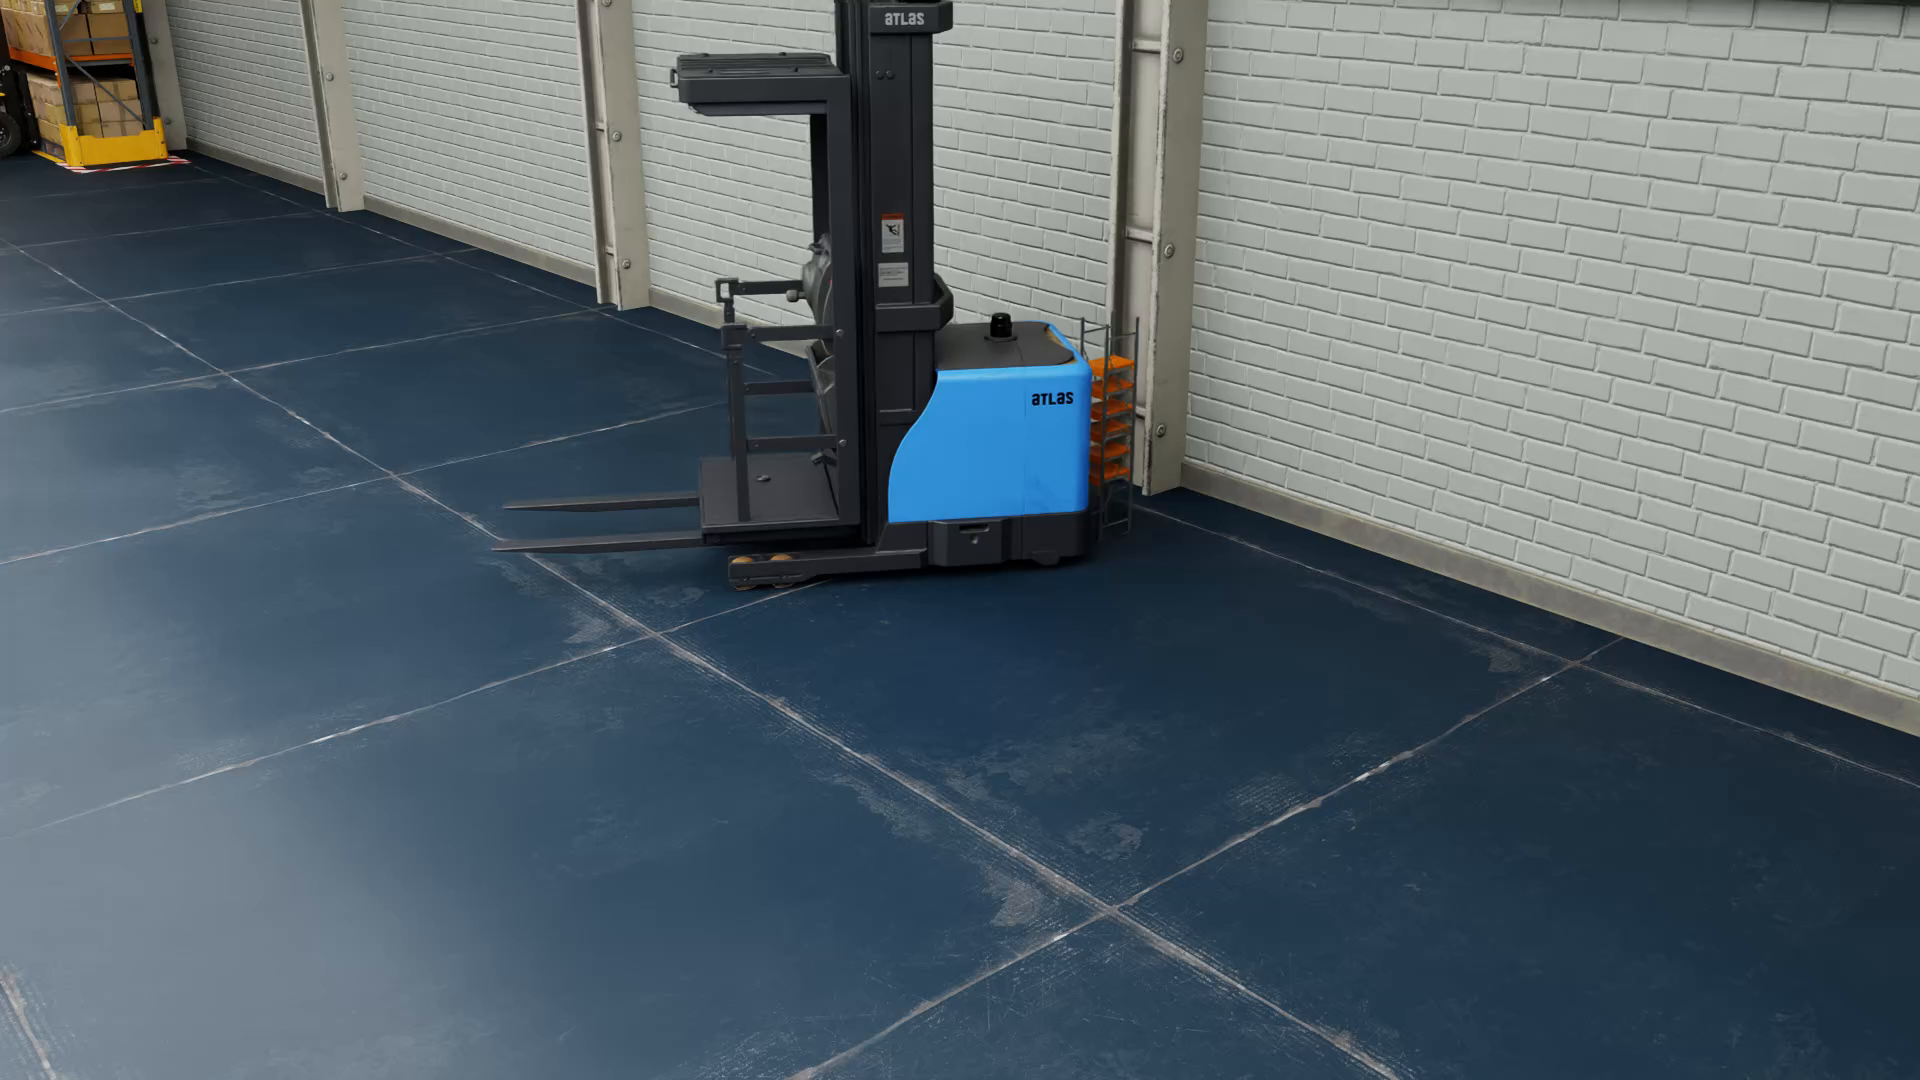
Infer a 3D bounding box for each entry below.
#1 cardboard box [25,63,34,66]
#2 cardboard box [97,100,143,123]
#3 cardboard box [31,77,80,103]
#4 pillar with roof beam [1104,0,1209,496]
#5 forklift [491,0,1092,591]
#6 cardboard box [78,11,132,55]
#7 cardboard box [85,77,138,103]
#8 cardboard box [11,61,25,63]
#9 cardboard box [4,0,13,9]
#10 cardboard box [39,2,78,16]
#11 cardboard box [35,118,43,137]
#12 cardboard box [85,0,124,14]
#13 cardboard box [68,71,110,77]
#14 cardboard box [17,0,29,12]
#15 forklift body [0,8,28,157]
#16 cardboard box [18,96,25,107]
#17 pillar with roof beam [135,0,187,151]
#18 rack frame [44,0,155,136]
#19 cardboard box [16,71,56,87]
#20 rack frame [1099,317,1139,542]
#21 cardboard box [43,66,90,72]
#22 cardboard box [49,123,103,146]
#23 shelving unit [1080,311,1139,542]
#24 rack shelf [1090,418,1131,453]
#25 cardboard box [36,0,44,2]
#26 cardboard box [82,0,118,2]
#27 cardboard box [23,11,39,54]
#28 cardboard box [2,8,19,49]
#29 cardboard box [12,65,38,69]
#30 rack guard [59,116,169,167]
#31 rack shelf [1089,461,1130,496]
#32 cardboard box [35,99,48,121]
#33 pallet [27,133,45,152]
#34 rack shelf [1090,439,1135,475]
[{"bbox_3d":[-13.043,-6.704,23.810,0.500,0.250,0.500,-17,27,-36],"label":"cardboard box"},{"bbox_3d":[-11.050,-5.635,21.767,0.500,0.250,0.500,-17,27,-36],"label":"cardboard box"},{"bbox_3d":[-11.775,-5.881,21.710,0.500,0.250,0.500,-17,27,-36],"label":"cardboard box"},{"bbox_3d":[-2.184,-3.510,5.607,9.100,9.000,0.400,-17,27,-37],"label":"pillar with roof beam"},{"bbox_3d":[-0.889,-1.319,8.333,3.031,2.935,1.130,-3,22,-9],"label":"forklift"},{"bbox_3d":[-11.013,-6.557,21.476,0.500,0.500,0.500,-16,27,-36],"label":"cardboard box"},{"bbox_3d":[-11.070,-5.866,21.672,0.500,0.250,0.500,-18,28,-38],"label":"cardboard box"},{"bbox_3d":[-14.361,-6.860,25.067,0.875,0.625,0.625,-18,28,-38],"label":"cardboard box"},{"bbox_3d":[-12.508,-7.179,22.173,0.380,0.149,0.250,-18,28,-38],"label":"cardboard box"},{"bbox_3d":[-11.339,-6.685,20.914,0.380,0.149,0.250,-17,27,-37],"label":"cardboard box"},{"bbox_3d":[-12.083,-5.558,22.255,0.500,0.250,0.500,-17,27,-37],"label":"cardboard box"},{"bbox_3d":[-10.925,-6.812,21.236,0.380,0.149,0.250,-18,28,-39],"label":"cardboard box"},{"bbox_3d":[-11.718,-6.144,22.382,0.500,0.250,0.500,-18,27,-38],"label":"cardboard box"},{"bbox_3d":[-12.014,-6.969,21.637,0.380,0.149,0.250,-19,28,-39],"label":"cardboard box"},{"bbox_3d":[-13.520,-6.002,21.359,2.313,2.155,1.214,-17,27,-37],"label":"forklift body"},{"bbox_3d":[-12.451,-5.934,22.530,0.500,0.250,0.500,-18,27,-38],"label":"cardboard box"},{"bbox_3d":[-13.933,-8.483,18.304,9.100,9.000,0.400,-17,27,-37],"label":"pillar with roof beam"},{"bbox_3d":[-10.900,-6.308,20.976,1.000,3.000,0.127,-17,27,-37],"label":"rack frame"},{"bbox_3d":[-12.437,-6.160,22.422,0.500,0.250,0.500,-18,28,-38],"label":"cardboard box"},{"bbox_3d":[0.840,-0.574,8.805,0.240,1.200,0.006,-17,27,-37],"label":"rack frame"},{"bbox_3d":[-12.381,-6.424,23.097,0.500,0.250,0.500,-17,27,-37],"label":"cardboard box"},{"bbox_3d":[-11.446,-5.278,21.540,0.500,0.250,0.500,-17,27,-37],"label":"cardboard box"},{"bbox_3d":[0.781,-0.600,8.871,0.258,1.200,0.189,-17,27,-37],"label":"shelving unit"},{"bbox_3d":[0.781,-0.559,8.887,0.258,0.103,0.180,-17,27,-37],"label":"rack shelf"},{"bbox_3d":[-11.478,-6.904,21.065,0.380,0.149,0.250,-17,27,-37],"label":"cardboard box"},{"bbox_3d":[-10.957,-6.939,21.152,0.380,0.149,0.250,-18,28,-38],"label":"cardboard box"},{"bbox_3d":[-11.752,-6.573,21.517,0.500,0.500,0.500,-16,27,-36],"label":"cardboard box"},{"bbox_3d":[-12.423,-6.851,22.226,0.500,0.500,0.500,-17,27,-37],"label":"cardboard box"},{"bbox_3d":[-13.107,-6.442,23.141,0.500,0.250,0.500,-17,27,-37],"label":"cardboard box"},{"bbox_3d":[-10.884,-5.137,21.415,1.175,0.500,0.348,-17,27,-37],"label":"rack guard"},{"bbox_3d":[0.781,-0.335,8.975,0.258,0.103,0.180,-17,27,-37],"label":"rack shelf"},{"bbox_3d":[-11.774,-5.657,21.823,0.500,0.250,0.500,-18,28,-38],"label":"cardboard box"},{"bbox_3d":[-12.223,-5.548,22.859,1.003,0.211,1.213,-17,27,-37],"label":"pallet"},{"bbox_3d":[0.781,-0.447,8.931,0.258,0.103,0.180,-17,27,-37],"label":"rack shelf"}]
